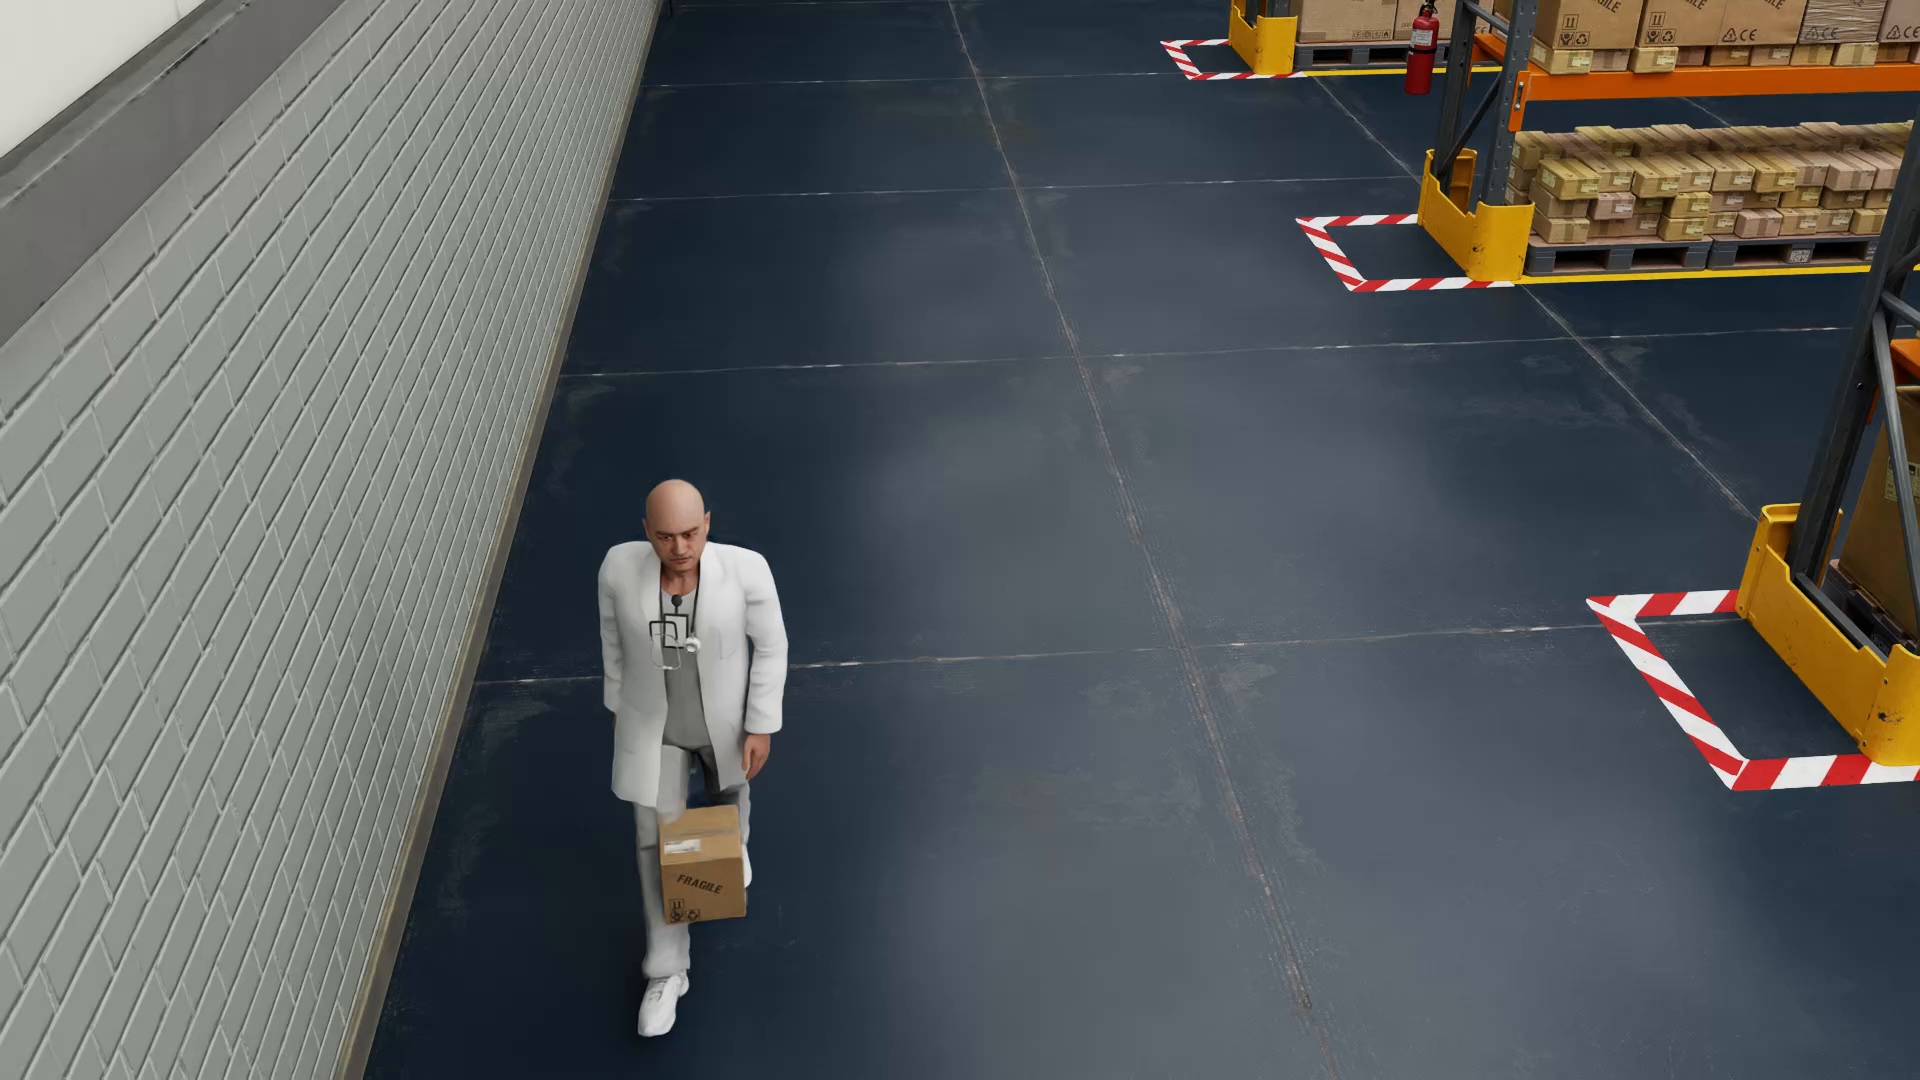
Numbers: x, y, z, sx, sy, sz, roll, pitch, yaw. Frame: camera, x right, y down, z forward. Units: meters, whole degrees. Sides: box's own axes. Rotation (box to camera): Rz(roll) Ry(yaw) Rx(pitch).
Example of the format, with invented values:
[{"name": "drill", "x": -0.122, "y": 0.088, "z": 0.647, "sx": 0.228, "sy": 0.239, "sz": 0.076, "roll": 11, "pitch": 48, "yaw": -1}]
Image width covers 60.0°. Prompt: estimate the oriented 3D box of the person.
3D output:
[{"name": "person", "x": -0.815, "y": 0.591, "z": 5.152, "sx": 0.591, "sy": 1.723, "sz": 1.101, "roll": -3, "pitch": 31, "yaw": -5}]
